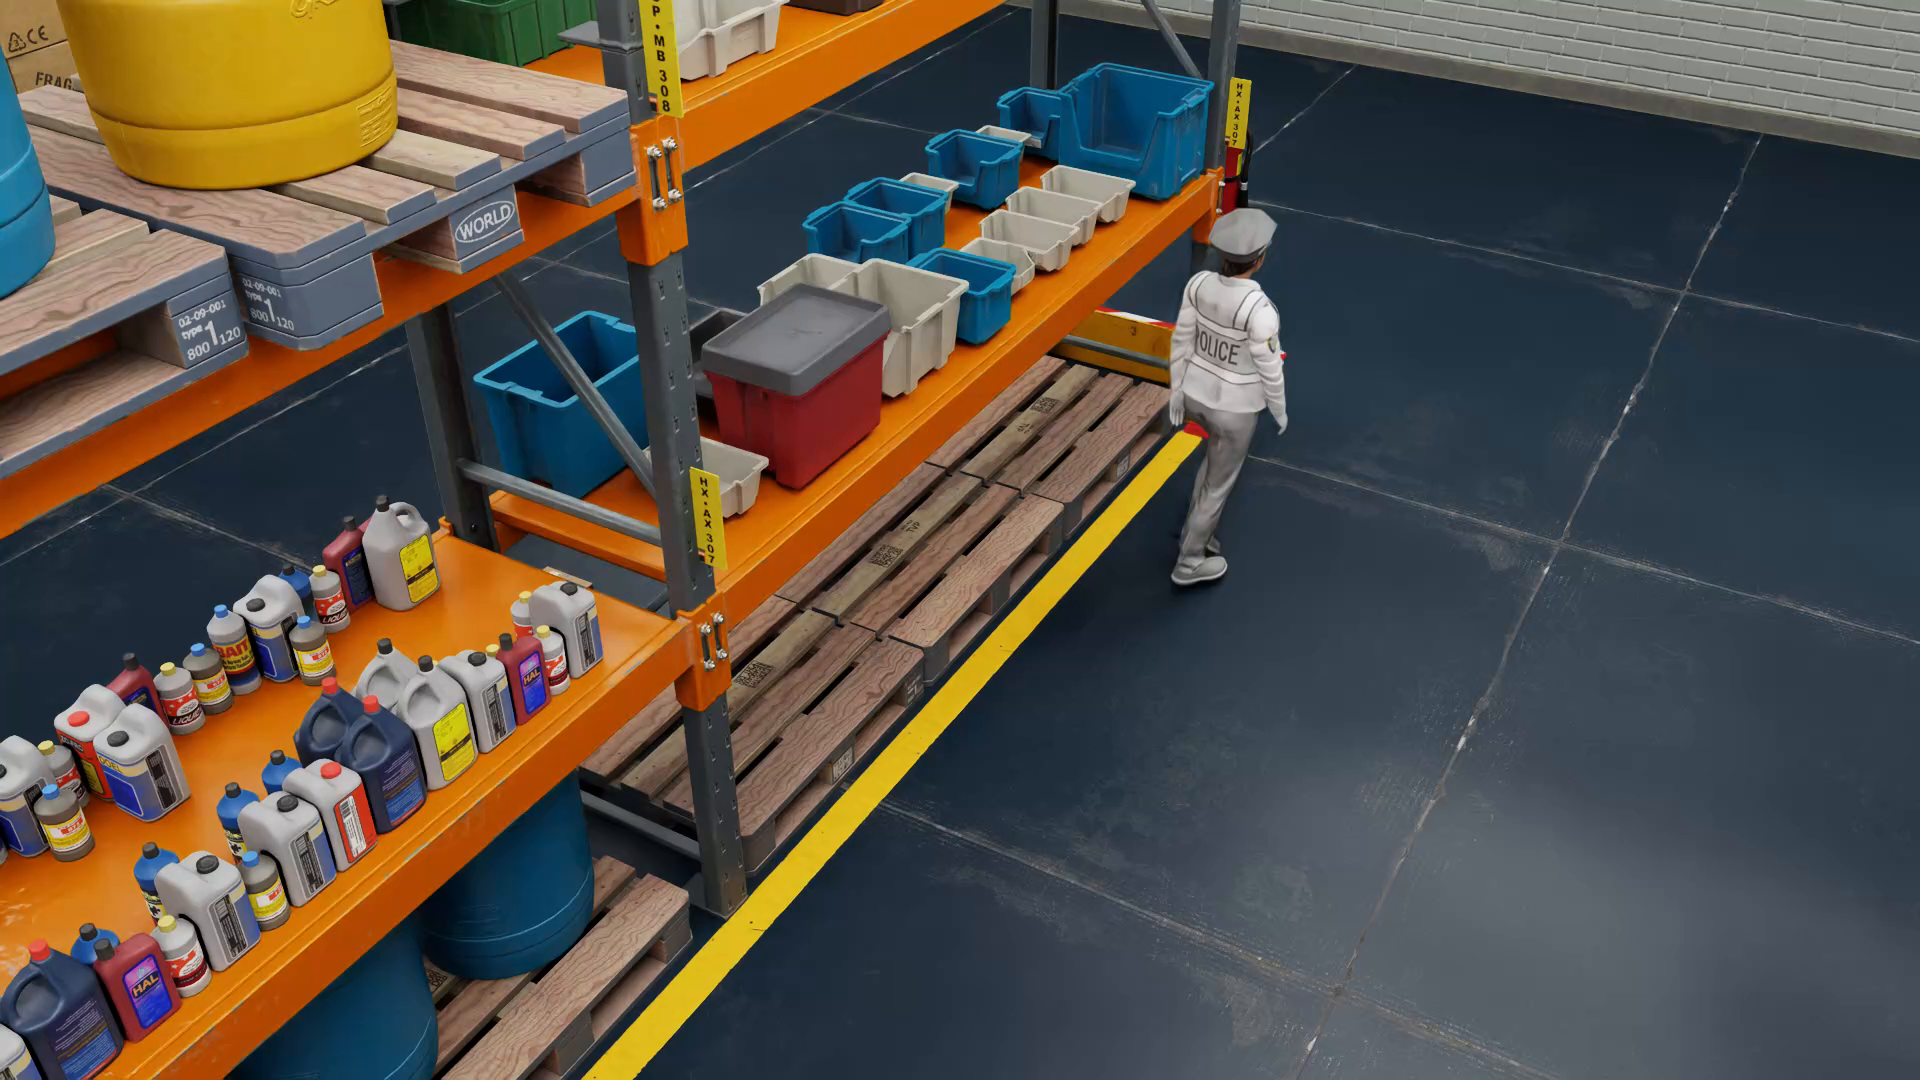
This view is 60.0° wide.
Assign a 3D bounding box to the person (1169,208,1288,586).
[{"bbox_3d":[1.112,-0.555,6.938,0.481,1.733,0.495,-23,40,-30],"label":"person"}]
